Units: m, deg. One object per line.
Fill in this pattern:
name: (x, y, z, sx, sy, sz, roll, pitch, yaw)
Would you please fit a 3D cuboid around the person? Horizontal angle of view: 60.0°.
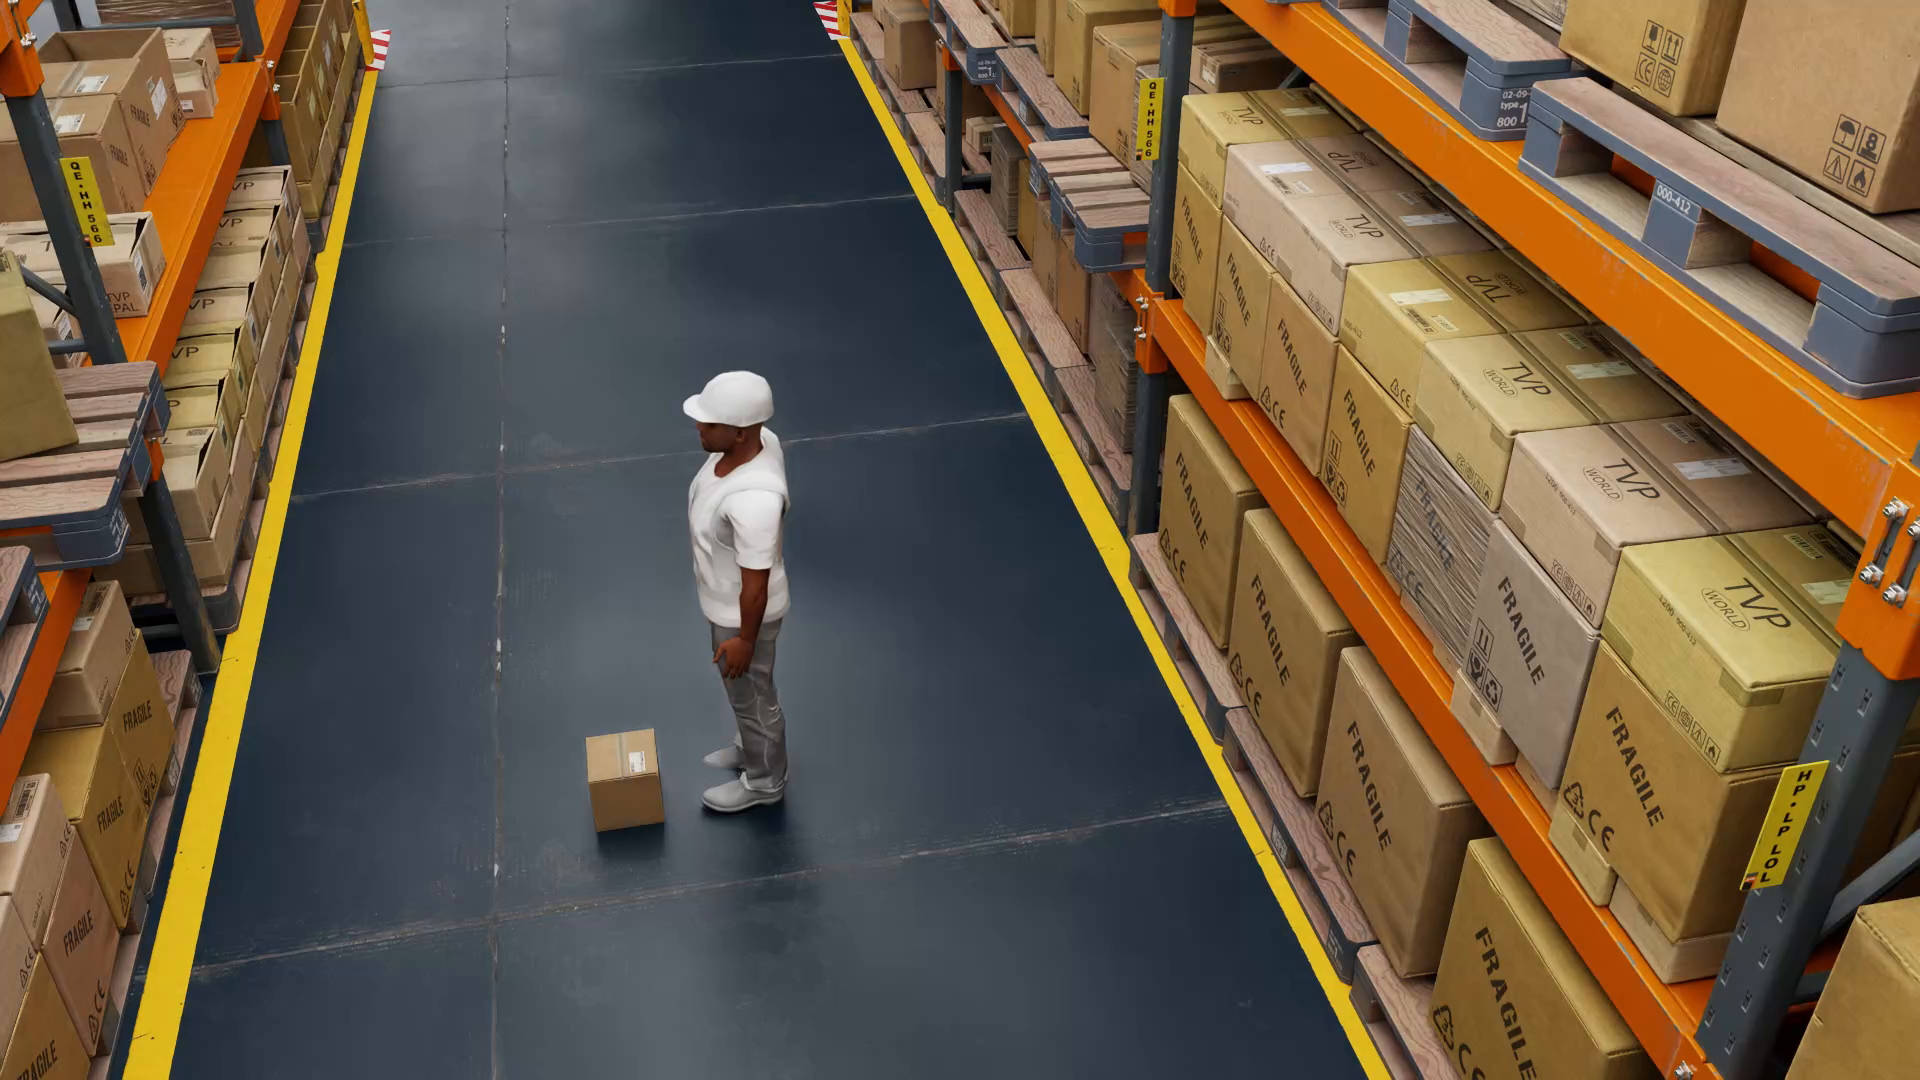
person: (-0.780, 0.219, 5.823, 0.409, 1.805, 0.575, -7, 35, -10)
